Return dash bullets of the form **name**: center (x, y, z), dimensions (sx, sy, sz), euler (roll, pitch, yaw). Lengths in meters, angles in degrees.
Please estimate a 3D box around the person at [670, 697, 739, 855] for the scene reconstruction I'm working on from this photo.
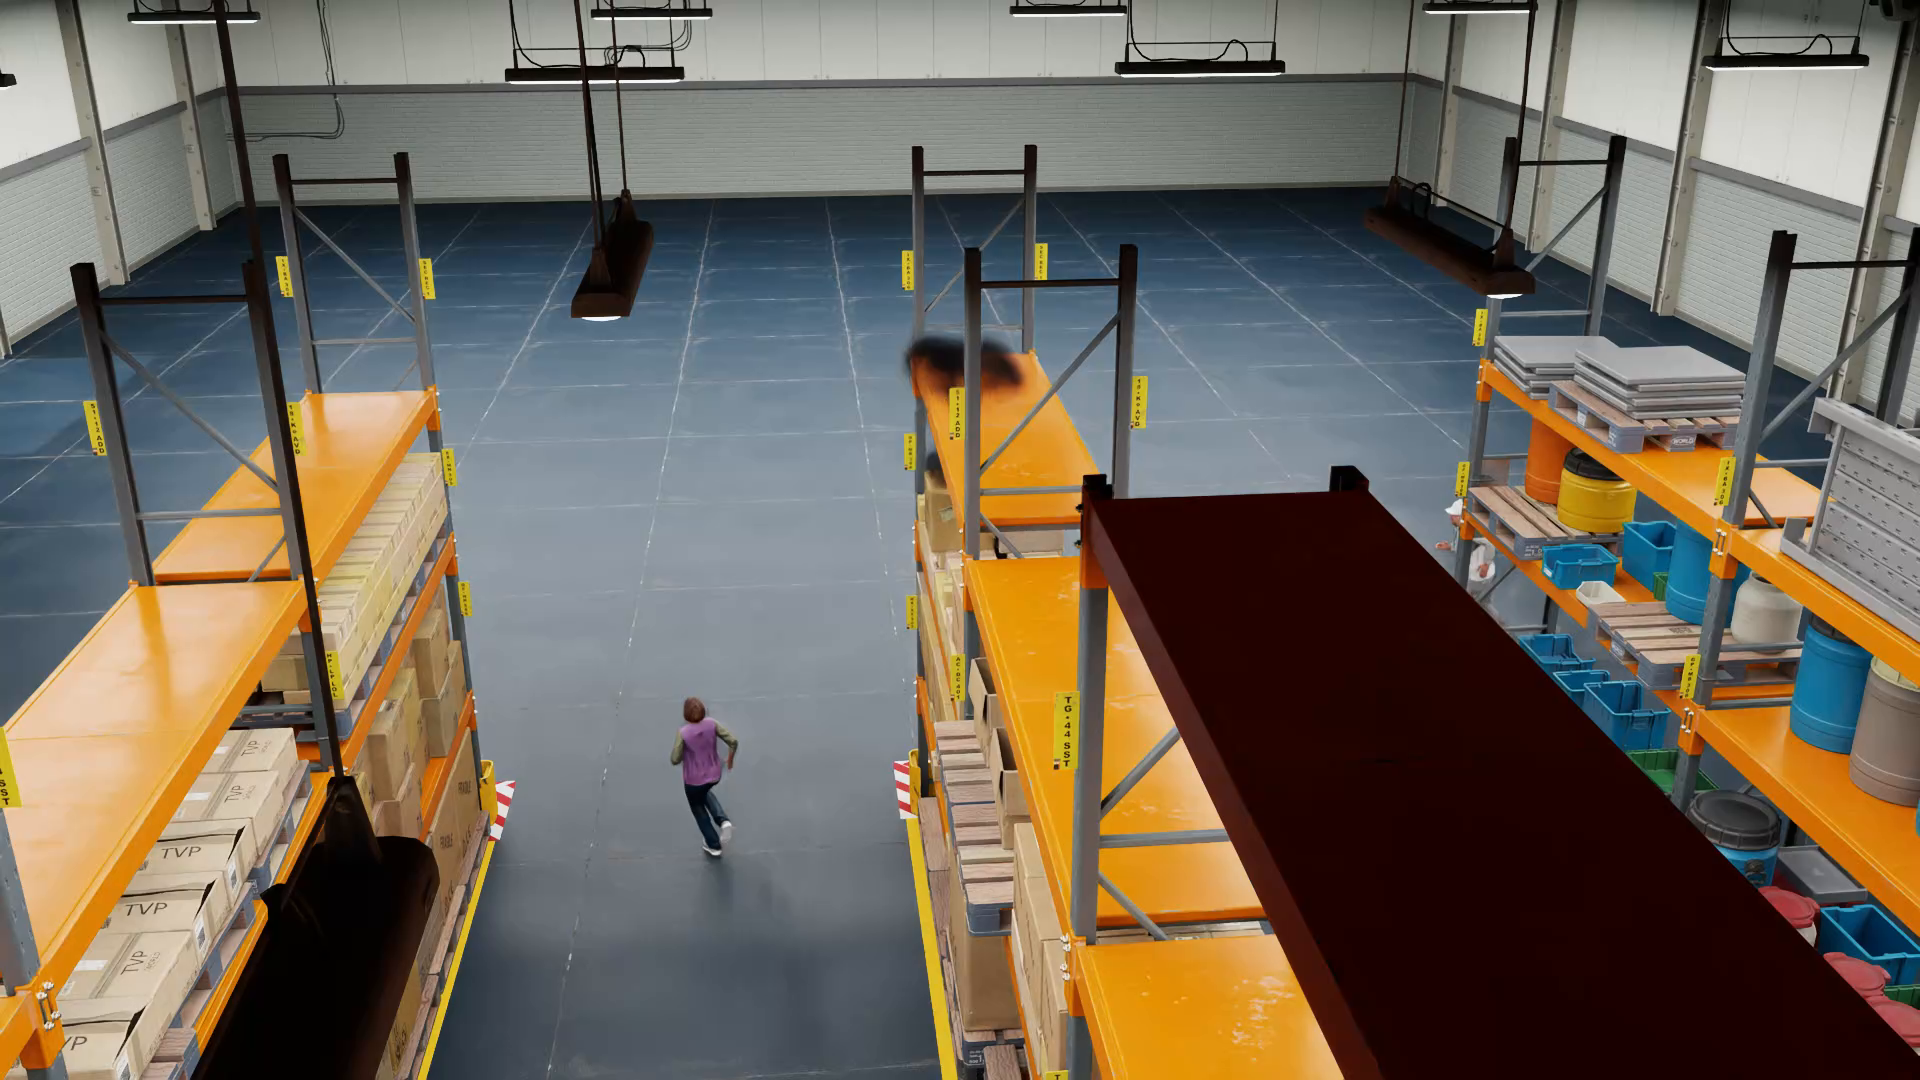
- **person**: center (-2.245, 2.038, 14.430), dimensions (0.545, 1.525, 0.512), euler (-17, 27, -36)

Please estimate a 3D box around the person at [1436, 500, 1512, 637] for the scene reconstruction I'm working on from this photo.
- **person**: center (5.684, 0.421, 18.337), dimensions (0.923, 1.772, 0.666), euler (7, 23, 17)
